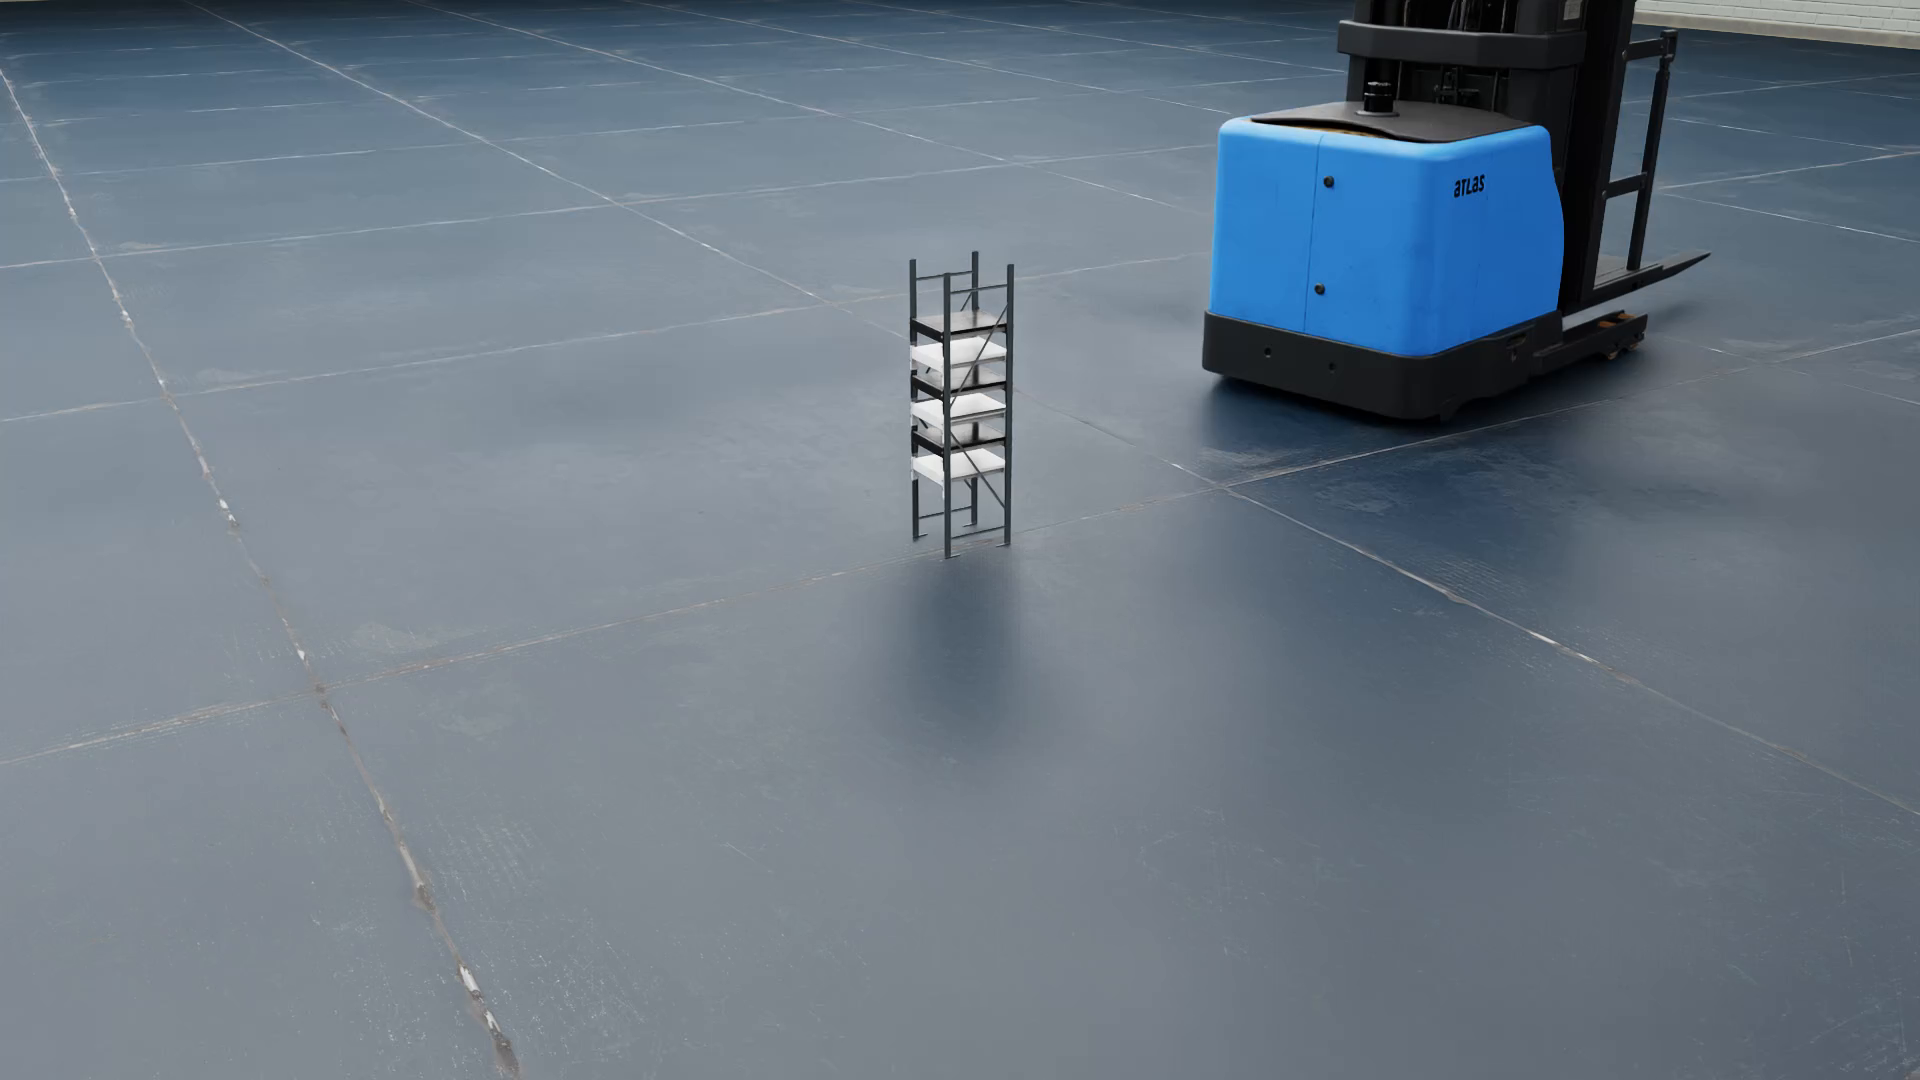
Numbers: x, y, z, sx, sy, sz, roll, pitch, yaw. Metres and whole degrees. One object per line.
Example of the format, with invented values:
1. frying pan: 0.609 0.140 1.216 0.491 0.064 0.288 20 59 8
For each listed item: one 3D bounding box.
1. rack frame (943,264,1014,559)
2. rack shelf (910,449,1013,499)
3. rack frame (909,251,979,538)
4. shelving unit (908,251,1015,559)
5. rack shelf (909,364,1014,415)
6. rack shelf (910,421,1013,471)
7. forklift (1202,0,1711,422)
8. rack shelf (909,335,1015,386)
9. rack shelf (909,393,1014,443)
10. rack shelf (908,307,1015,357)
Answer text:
1. rack frame: 0.056 -0.381 5.055 0.240 0.900 0.006 -13 25 -28
2. rack shelf: 0.004 -0.217 5.216 0.258 0.077 0.200 -13 25 -28
3. rack frame: -0.048 -0.447 5.217 0.240 0.900 0.006 -13 25 -28
4. shelving unit: 0.004 -0.414 5.136 0.258 0.900 0.210 -13 25 -28
5. rack shelf: 0.004 -0.467 5.114 0.258 0.077 0.200 -13 25 -28
6. rack shelf: 0.004 -0.300 5.182 0.258 0.077 0.200 -13 25 -28
7. forklift: 2.403 -2.266 6.995 3.031 2.935 1.130 -20 30 -41
8. rack shelf: 0.004 -0.550 5.080 0.258 0.077 0.200 -13 25 -28
9. rack shelf: 0.004 -0.383 5.148 0.258 0.077 0.200 -13 25 -28
10. rack shelf: 0.004 -0.633 5.046 0.258 0.077 0.200 -13 25 -28
